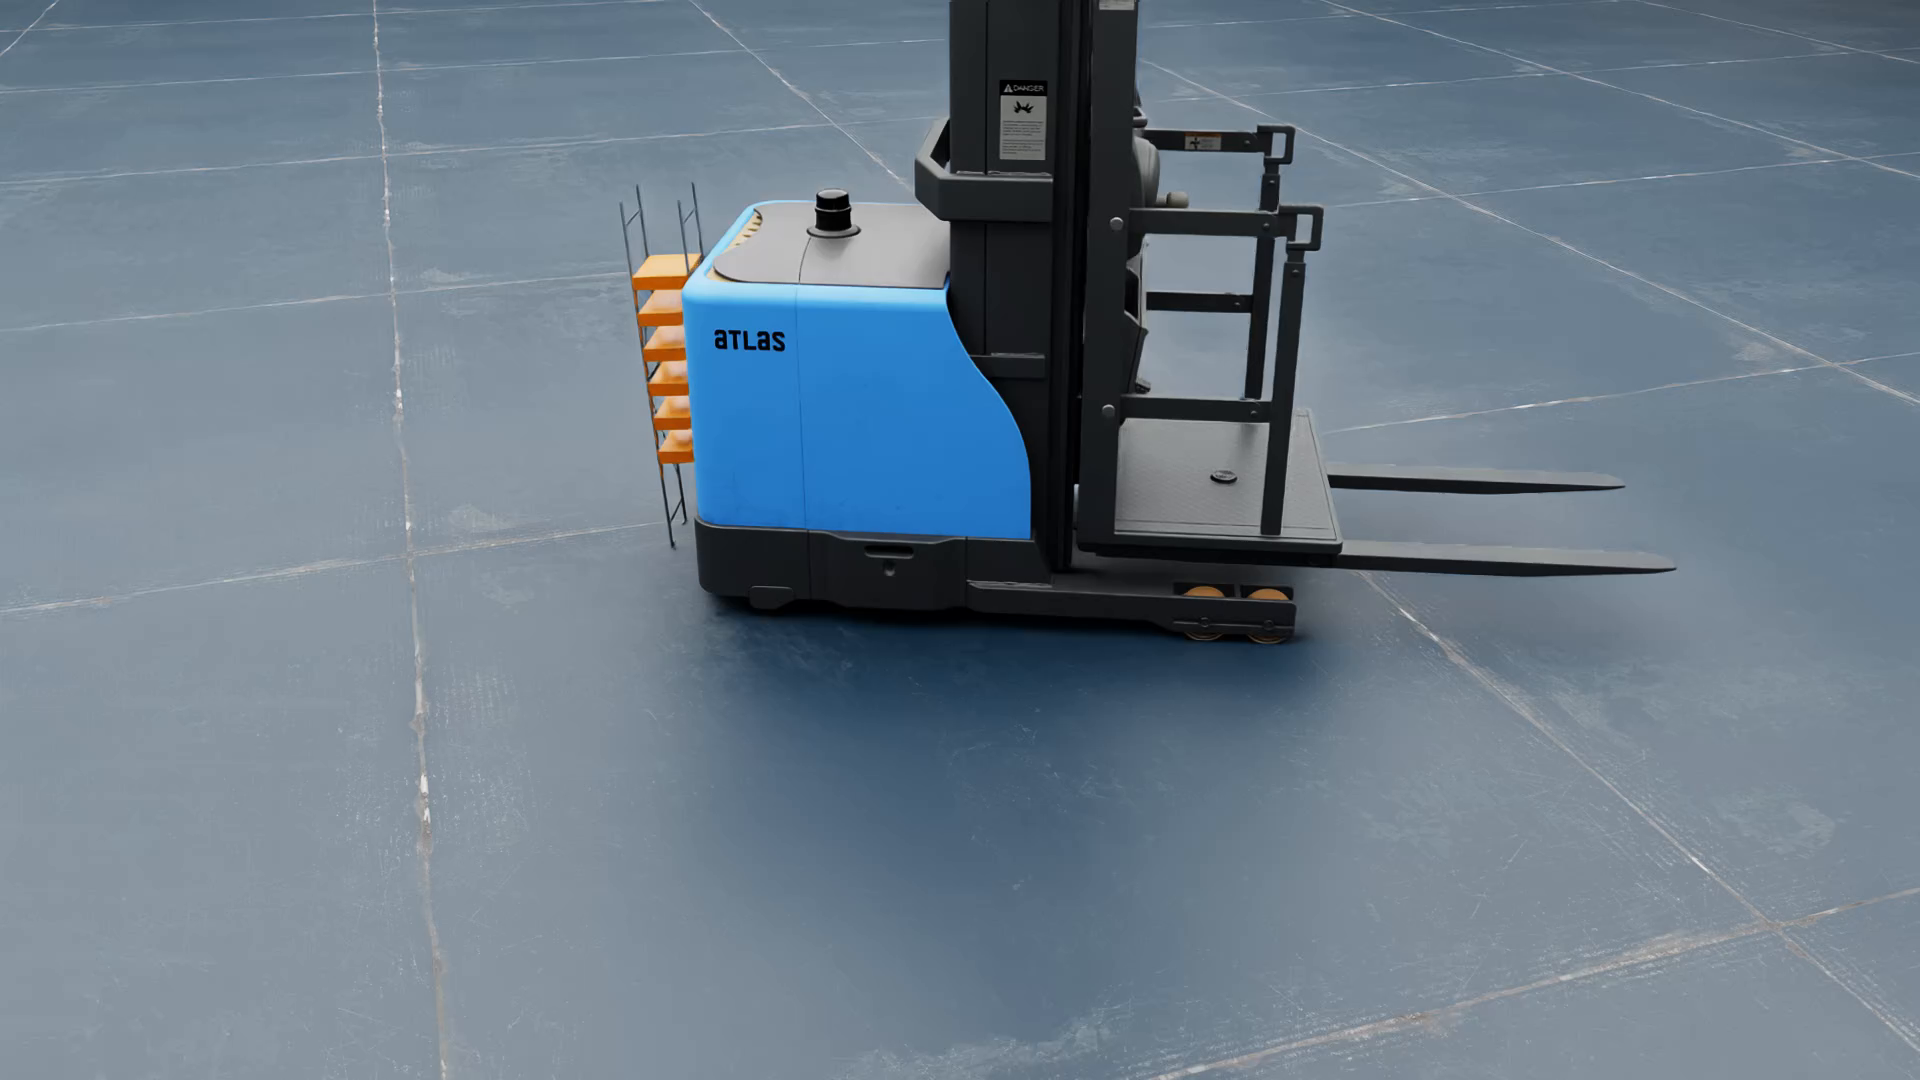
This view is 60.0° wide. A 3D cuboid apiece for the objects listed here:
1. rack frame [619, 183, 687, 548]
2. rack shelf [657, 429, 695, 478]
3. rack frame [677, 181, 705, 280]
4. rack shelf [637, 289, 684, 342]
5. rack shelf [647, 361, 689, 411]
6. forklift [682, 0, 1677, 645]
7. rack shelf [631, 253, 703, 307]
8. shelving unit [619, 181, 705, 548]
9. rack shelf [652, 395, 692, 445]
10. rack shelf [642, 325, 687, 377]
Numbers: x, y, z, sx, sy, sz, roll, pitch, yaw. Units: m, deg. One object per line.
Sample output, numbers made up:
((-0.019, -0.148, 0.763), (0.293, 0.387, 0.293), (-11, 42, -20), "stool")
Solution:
((-1.015, -0.563, 5.536), (0.006, 1.200, 0.240), (-1, 26, 4), "rack frame")
((-0.907, -0.310, 5.654), (0.180, 0.103, 0.258), (-1, 26, 4), "rack shelf")
((-0.832, -0.568, 5.522), (0.006, 1.200, 0.240), (-1, 26, 4), "rack frame")
((-0.935, -0.740, 5.443), (0.180, 0.103, 0.258), (-1, 26, 4), "rack shelf")
((-0.921, -0.525, 5.548), (0.180, 0.103, 0.258), (-1, 26, 4), "rack shelf")
((0.716, -1.241, 4.954), (3.031, 2.935, 1.130), (3, 27, 5), "forklift")
((-0.941, -0.848, 5.390), (0.180, 0.103, 0.258), (-1, 26, 4), "rack shelf")
((-0.923, -0.565, 5.529), (0.189, 1.200, 0.258), (-1, 26, 4), "shelving unit")
((-0.914, -0.418, 5.601), (0.180, 0.103, 0.258), (-1, 26, 4), "rack shelf")
((-0.928, -0.633, 5.496), (0.180, 0.103, 0.258), (-1, 26, 4), "rack shelf")
